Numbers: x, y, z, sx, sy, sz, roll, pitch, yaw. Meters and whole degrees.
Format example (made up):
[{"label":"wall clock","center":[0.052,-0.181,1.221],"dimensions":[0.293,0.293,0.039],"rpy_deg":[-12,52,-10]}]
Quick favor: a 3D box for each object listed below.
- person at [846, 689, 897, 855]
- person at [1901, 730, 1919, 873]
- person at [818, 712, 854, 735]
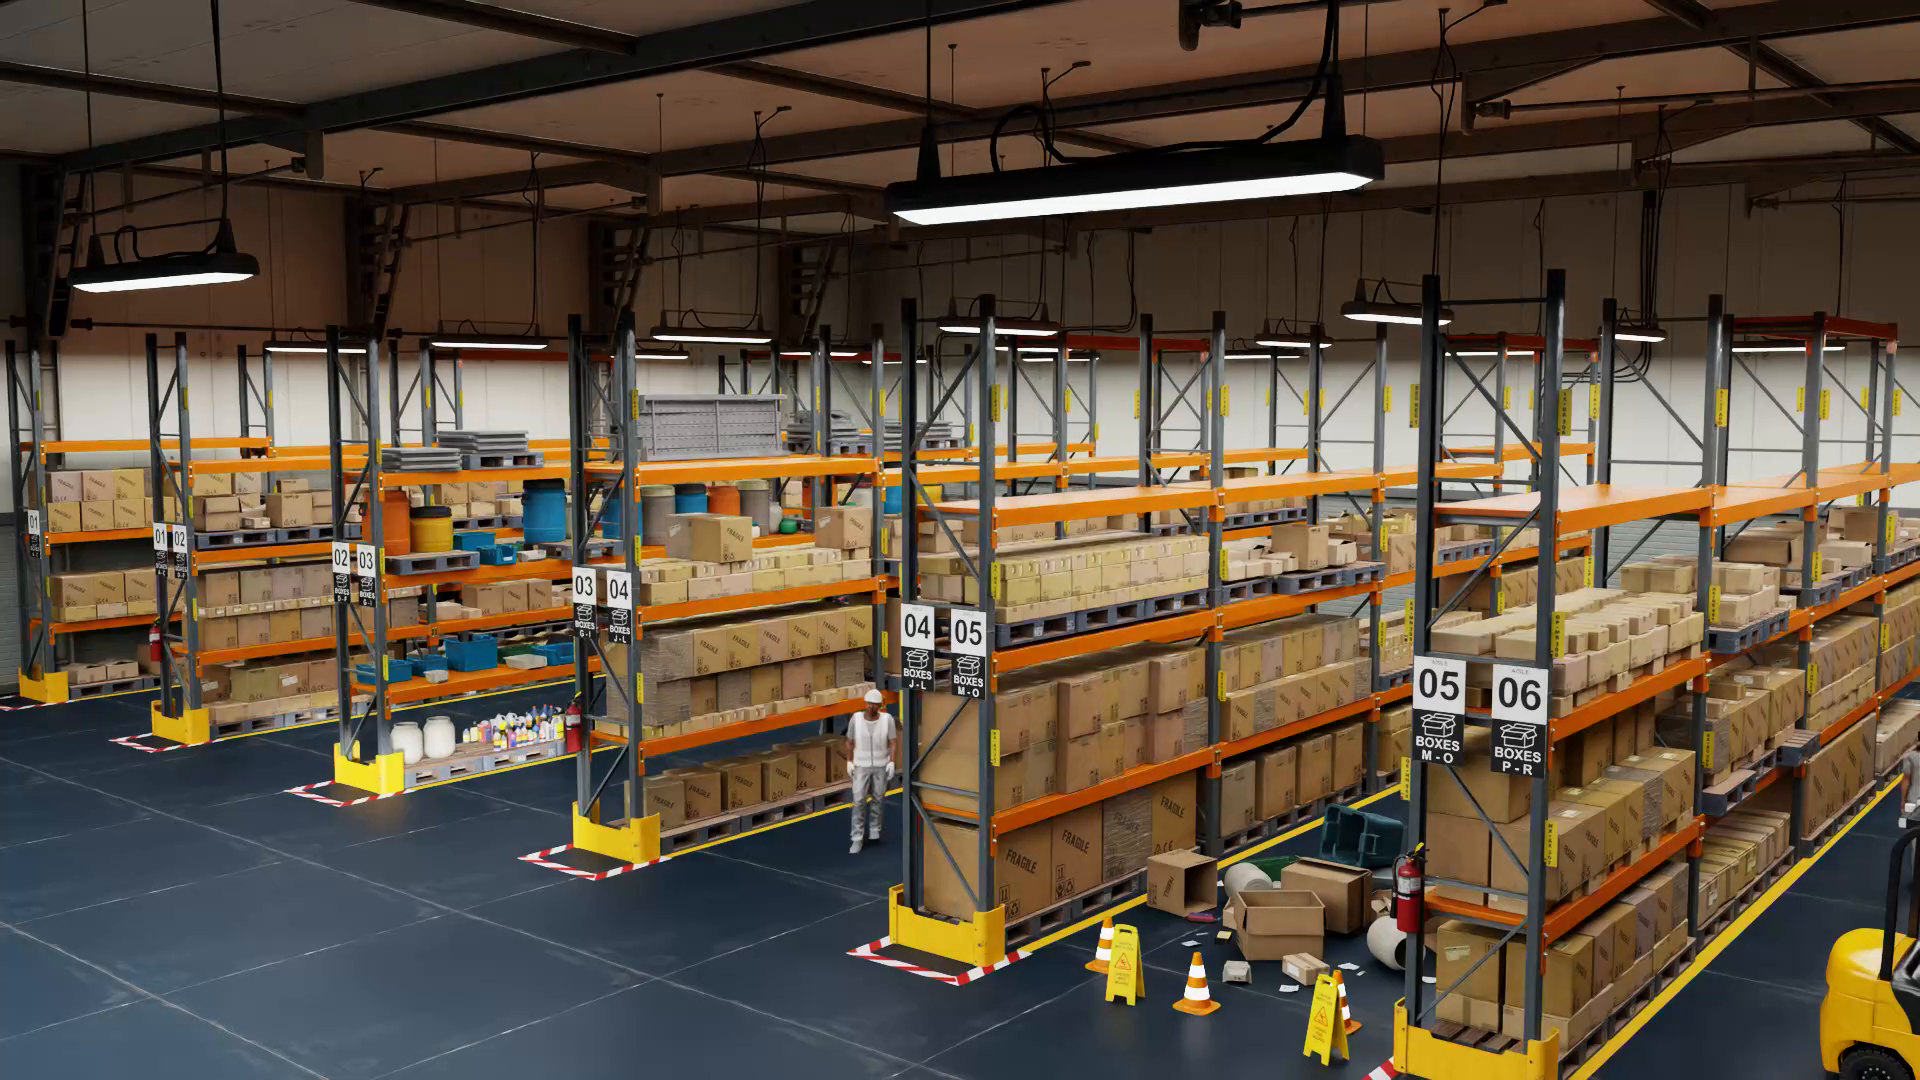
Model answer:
[{"label":"person","center":[-1.002,2.593,18.855],"dimensions":[0.577,1.811,0.708],"rpy_deg":[-1,5,-8]},{"label":"person","center":[10.083,2.779,17.360],"dimensions":[0.531,1.669,0.501],"rpy_deg":[-5,7,-43]},{"label":"person","center":[-1.749,2.211,23.559],"dimensions":[0.497,1.628,0.925],"rpy_deg":[3,6,27]}]
